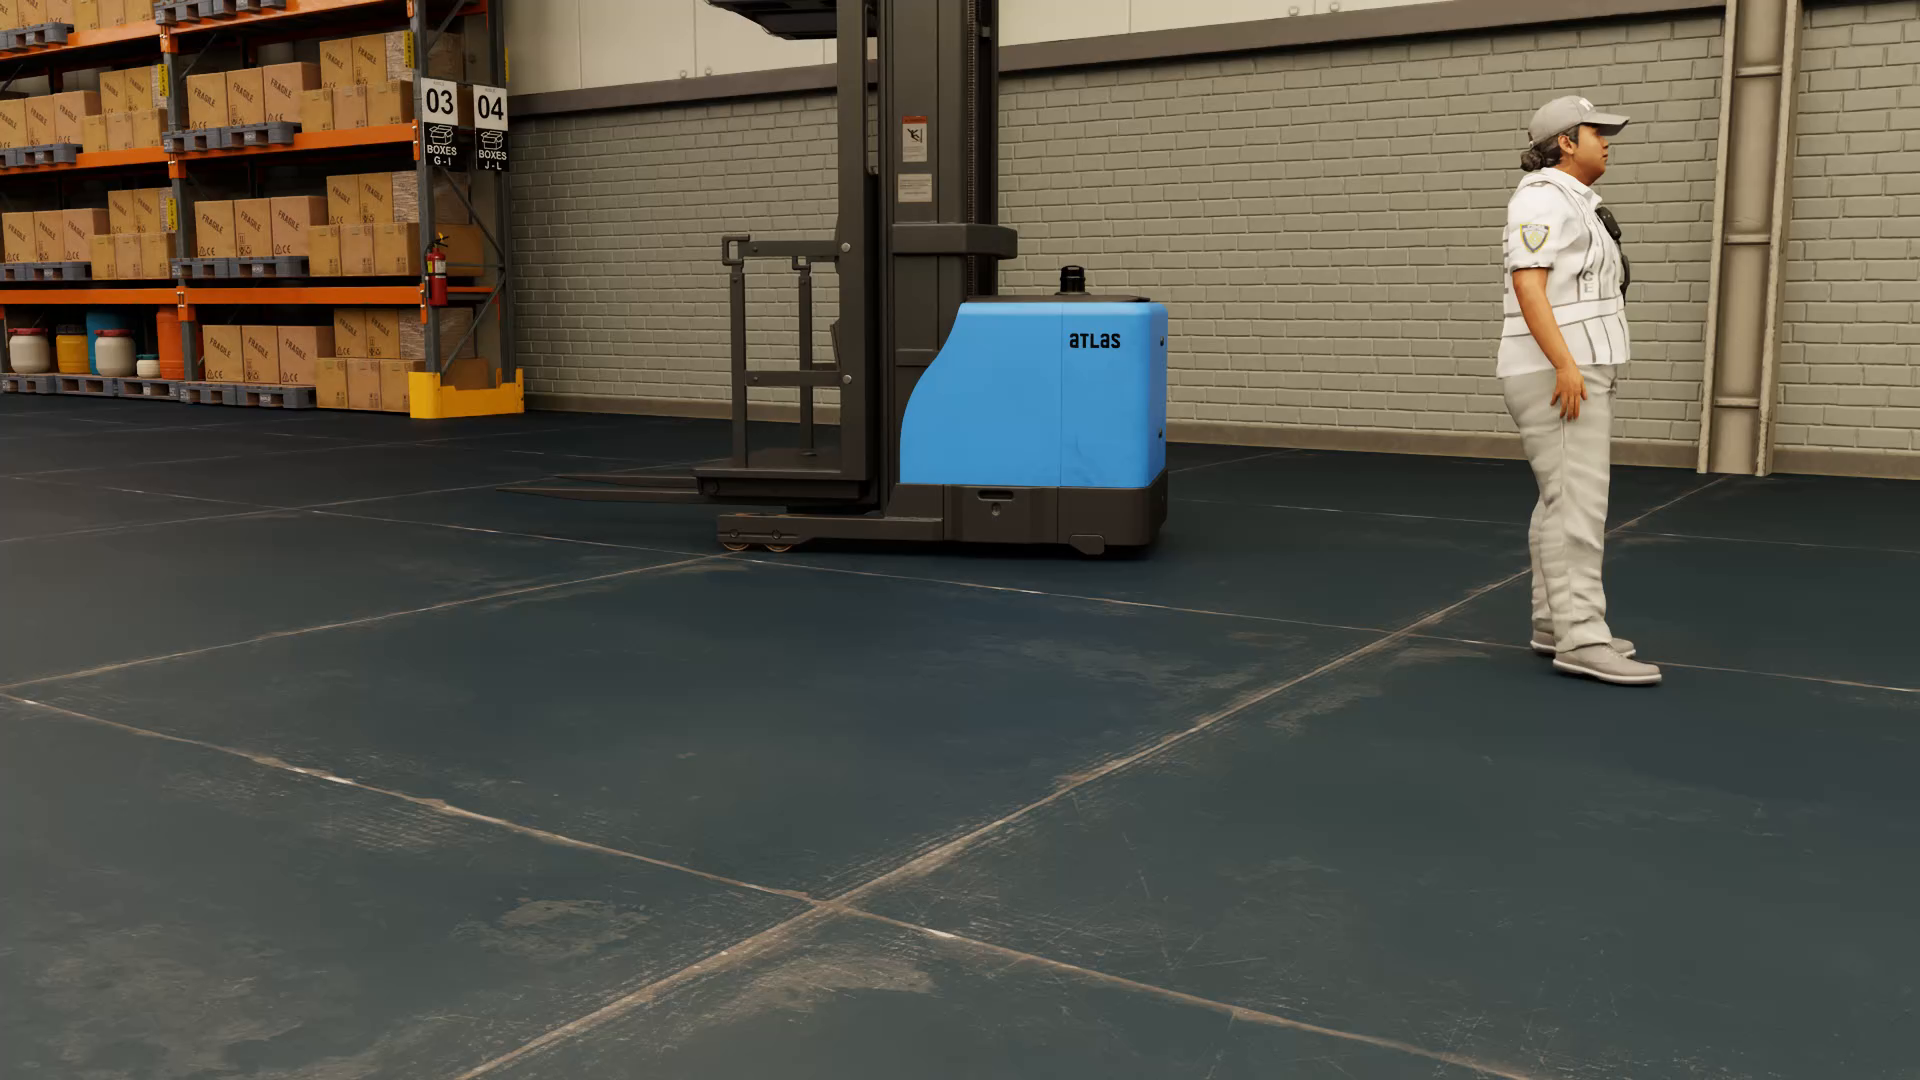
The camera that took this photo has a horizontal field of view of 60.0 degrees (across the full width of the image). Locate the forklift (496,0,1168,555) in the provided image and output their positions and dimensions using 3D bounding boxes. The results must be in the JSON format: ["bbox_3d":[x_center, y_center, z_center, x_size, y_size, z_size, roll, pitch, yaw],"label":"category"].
[{"bbox_3d":[-0.596,-1.469,7.520,3.031,2.935,1.130,2,8,12],"label":"forklift"}]

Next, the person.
[{"bbox_3d":[1.862,-0.465,4.907,0.529,1.670,0.598,4,9,29],"label":"person"}]
